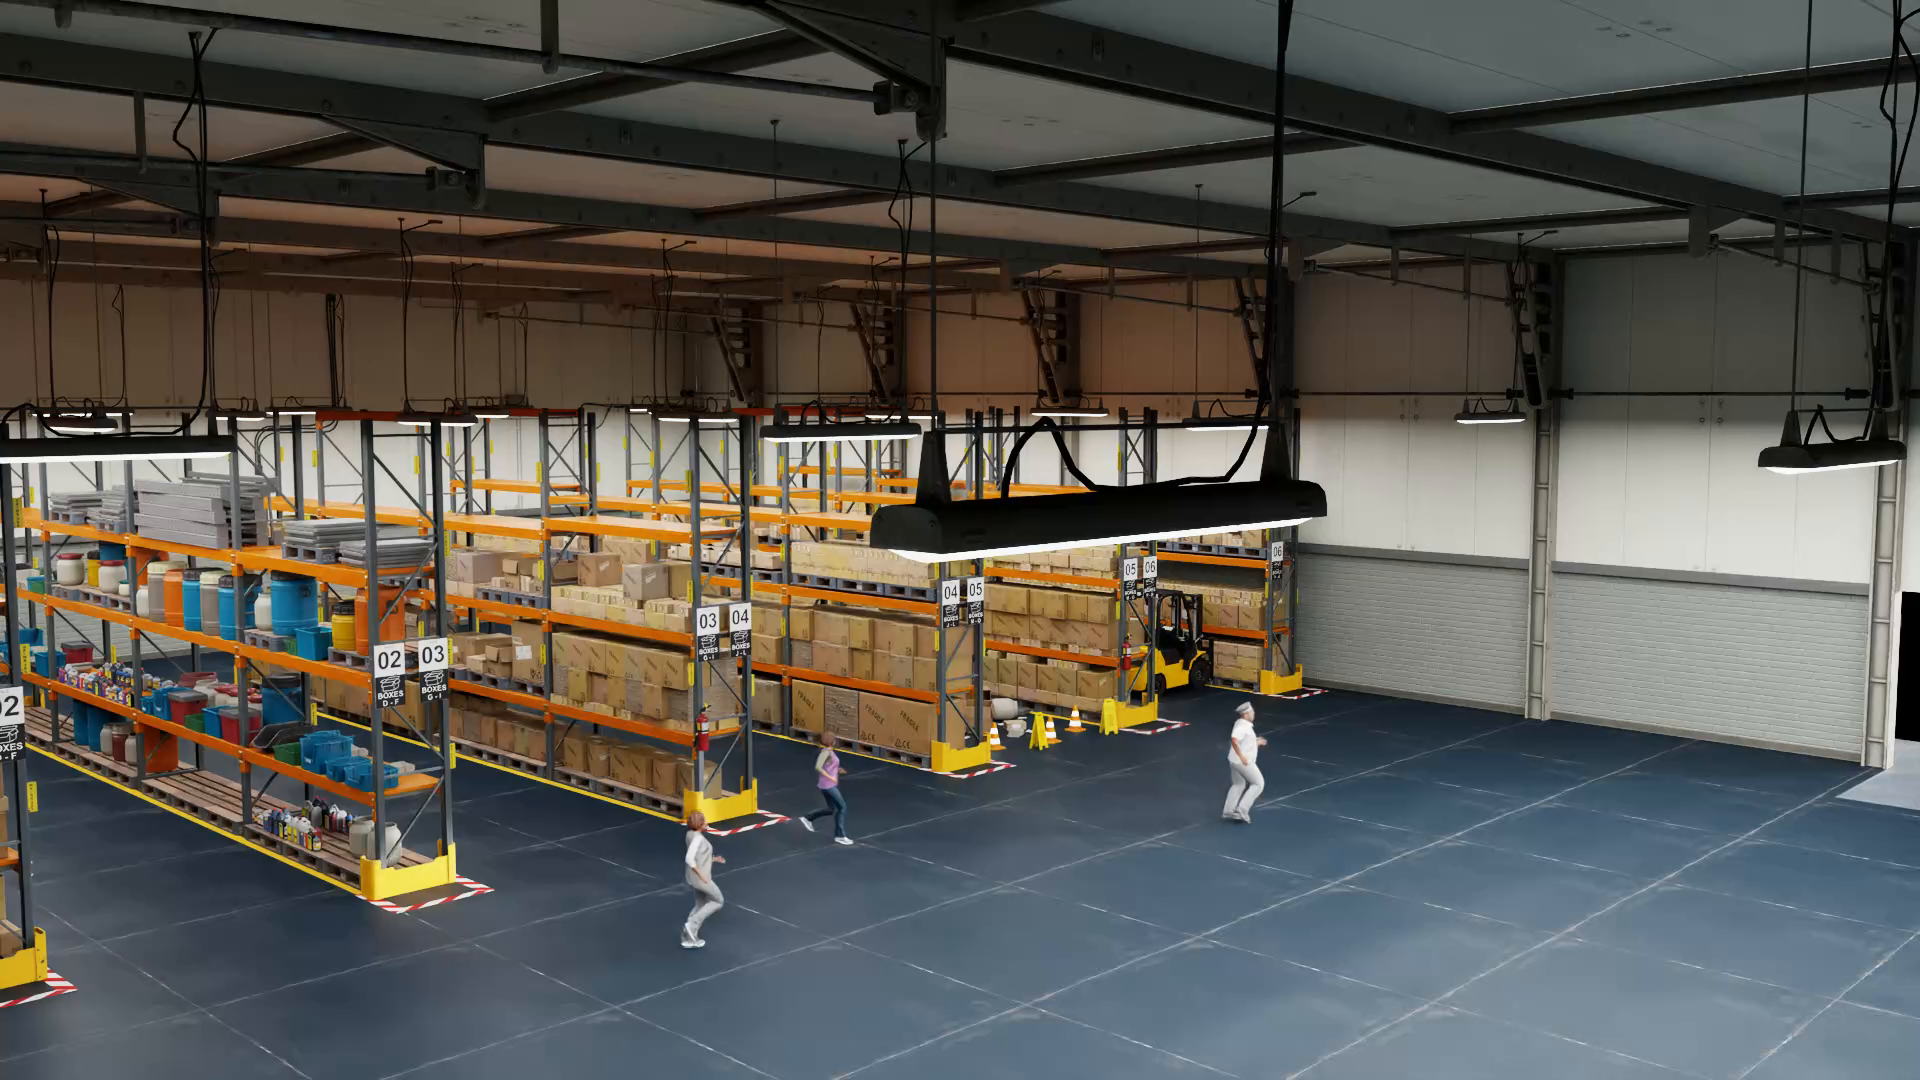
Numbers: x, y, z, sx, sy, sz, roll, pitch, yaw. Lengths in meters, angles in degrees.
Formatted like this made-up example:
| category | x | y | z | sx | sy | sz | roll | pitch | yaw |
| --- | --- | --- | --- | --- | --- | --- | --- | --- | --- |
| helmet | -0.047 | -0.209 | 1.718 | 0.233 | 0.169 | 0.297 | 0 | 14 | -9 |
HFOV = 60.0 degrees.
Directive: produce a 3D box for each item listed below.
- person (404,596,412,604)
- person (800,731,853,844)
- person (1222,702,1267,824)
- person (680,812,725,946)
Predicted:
| category | x | y | z | sx | sy | sz | roll | pitch | yaw |
| --- | --- | --- | --- | --- | --- | --- | --- | --- | --- |
| person | -12.851 | 2.083 | 38.463 | 0.761 | 1.708 | 0.540 | 0 | 5 | -1 |
| person | -1.887 | 3.493 | 23.552 | 0.740 | 1.571 | 0.582 | 0 | 5 | -4 |
| person | 4.228 | 3.288 | 24.605 | 0.709 | 1.811 | 0.631 | -1 | 5 | -8 |
| person | -2.932 | 3.867 | 18.985 | 0.549 | 1.559 | 0.522 | -2 | 6 | -25 |
